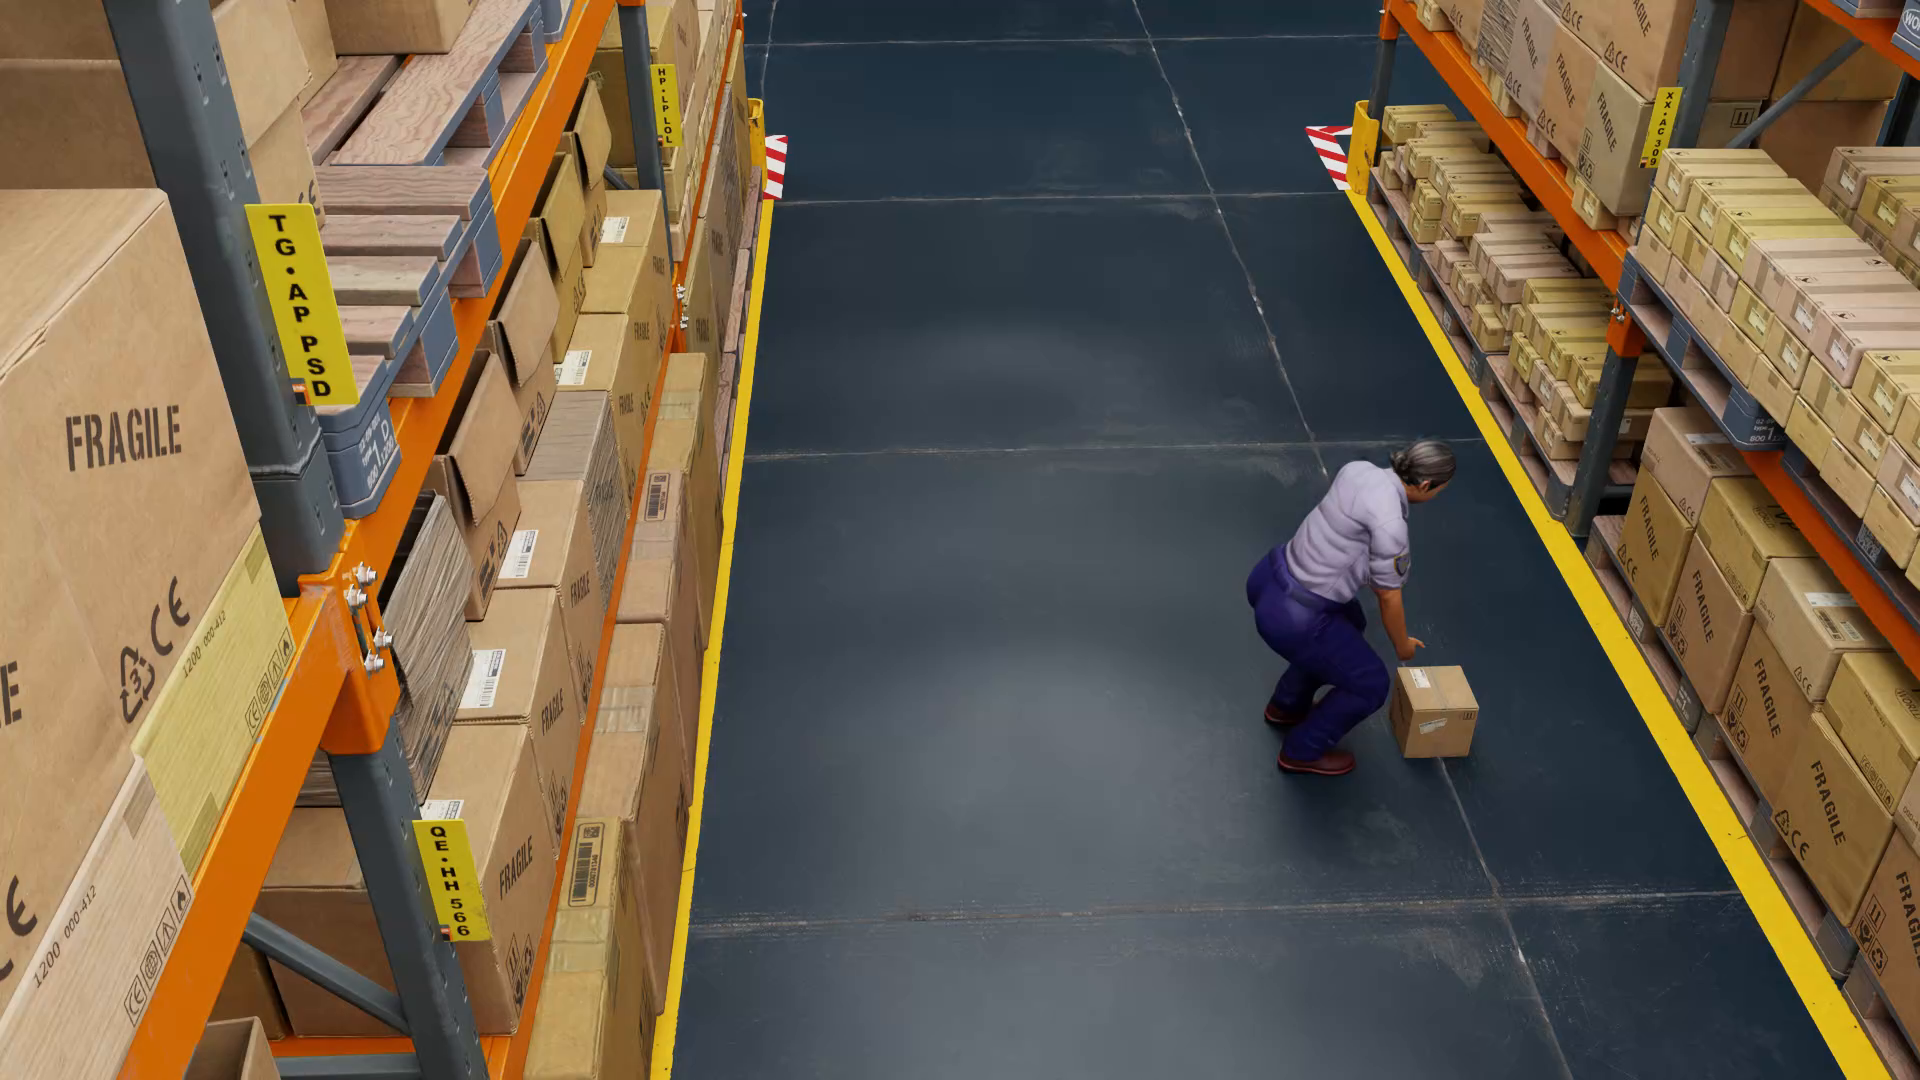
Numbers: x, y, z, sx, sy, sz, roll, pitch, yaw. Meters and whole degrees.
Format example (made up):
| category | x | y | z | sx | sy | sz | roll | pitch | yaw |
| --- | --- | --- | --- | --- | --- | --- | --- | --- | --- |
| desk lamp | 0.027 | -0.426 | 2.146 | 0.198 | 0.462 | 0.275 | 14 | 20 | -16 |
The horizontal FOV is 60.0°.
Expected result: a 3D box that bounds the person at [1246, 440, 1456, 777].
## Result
| category | x | y | z | sx | sy | sz | roll | pitch | yaw |
| --- | --- | --- | --- | --- | --- | --- | --- | --- | --- |
| person | 1.392 | 0.219 | 6.125 | 0.673 | 1.340 | 0.536 | -1 | 35 | -2 |
